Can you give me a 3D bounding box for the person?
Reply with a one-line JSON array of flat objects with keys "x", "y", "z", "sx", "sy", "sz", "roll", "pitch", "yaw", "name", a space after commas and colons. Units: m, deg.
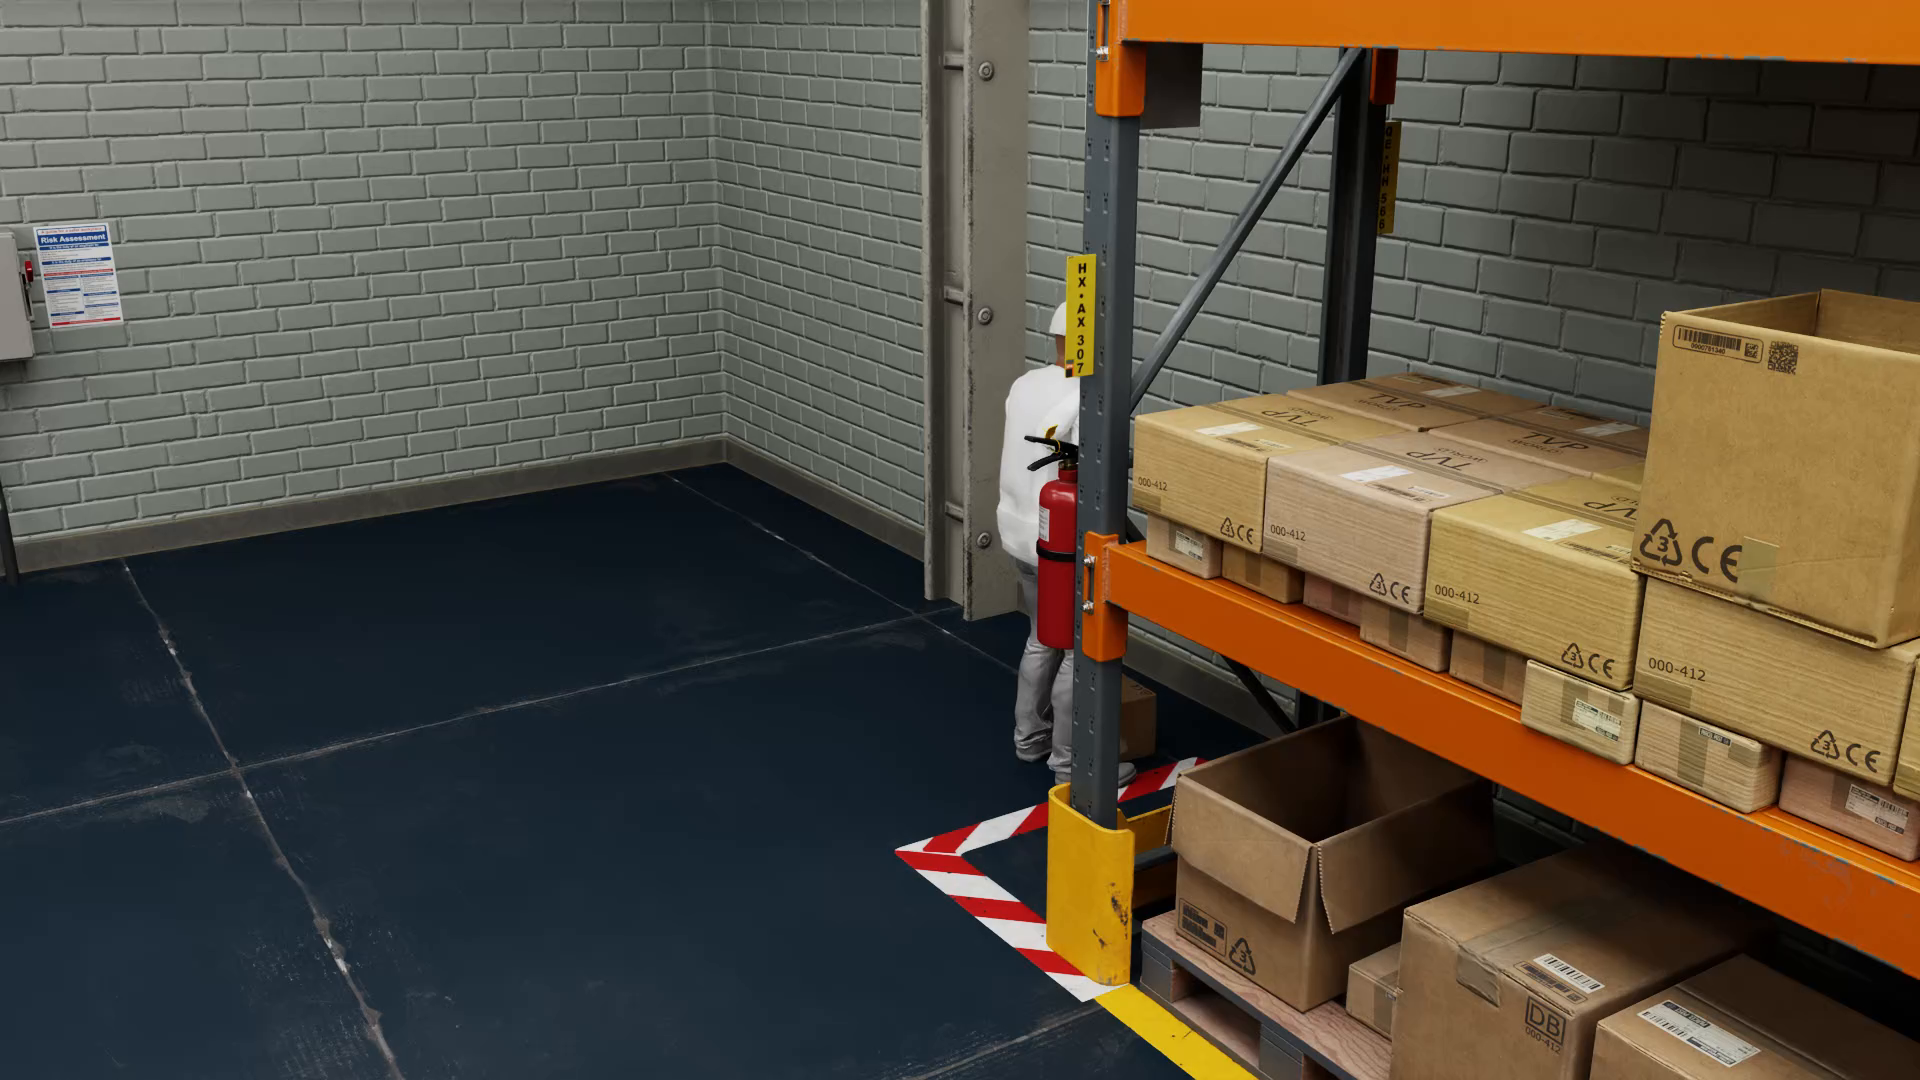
[{"x": 0.386, "y": -0.002, "z": 5.996, "sx": 0.357, "sy": 1.661, "sz": 0.625, "roll": -9, "pitch": 20, "yaw": -25, "name": "person"}]
